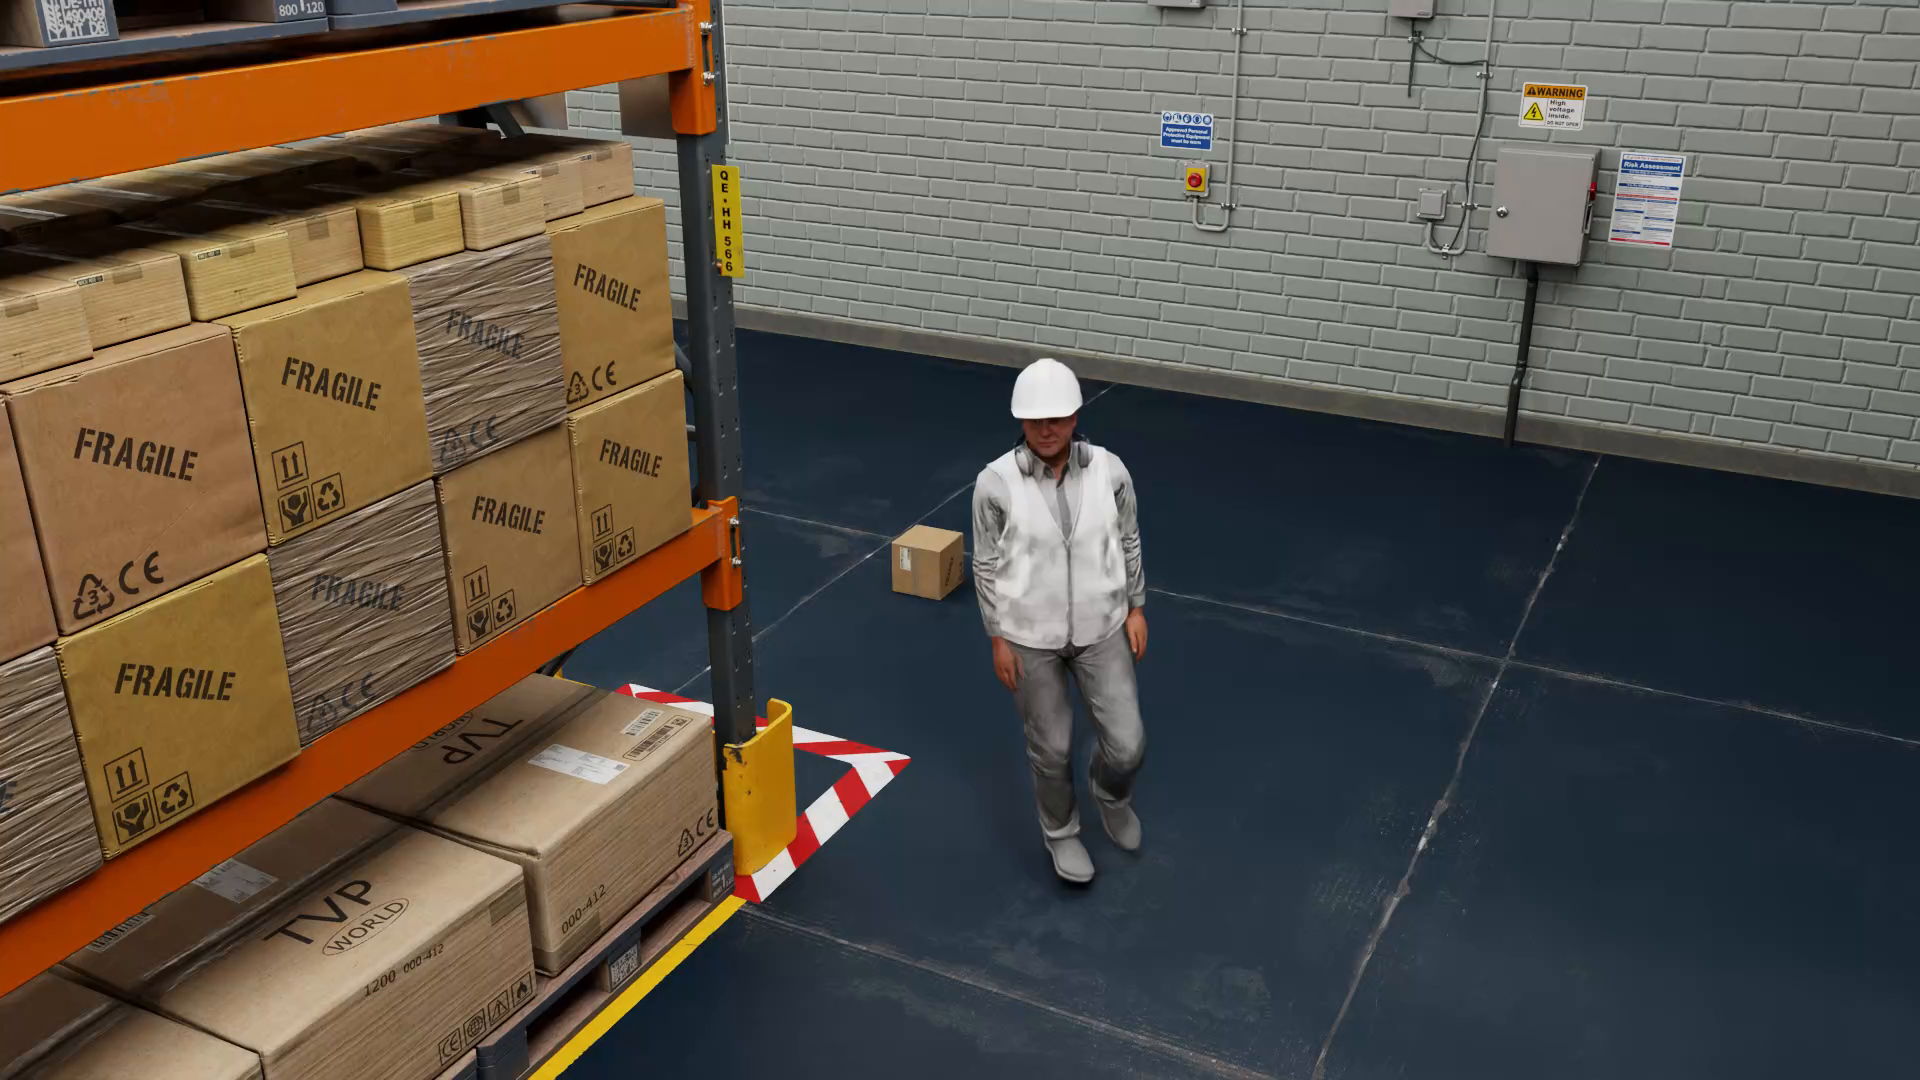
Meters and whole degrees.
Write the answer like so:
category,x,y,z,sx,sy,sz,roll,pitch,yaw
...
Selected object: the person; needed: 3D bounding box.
category,x,y,z,sx,sy,sz,roll,pitch,yaw
person,0.347,0.296,5.304,0.599,1.763,0.446,-4,23,-9
